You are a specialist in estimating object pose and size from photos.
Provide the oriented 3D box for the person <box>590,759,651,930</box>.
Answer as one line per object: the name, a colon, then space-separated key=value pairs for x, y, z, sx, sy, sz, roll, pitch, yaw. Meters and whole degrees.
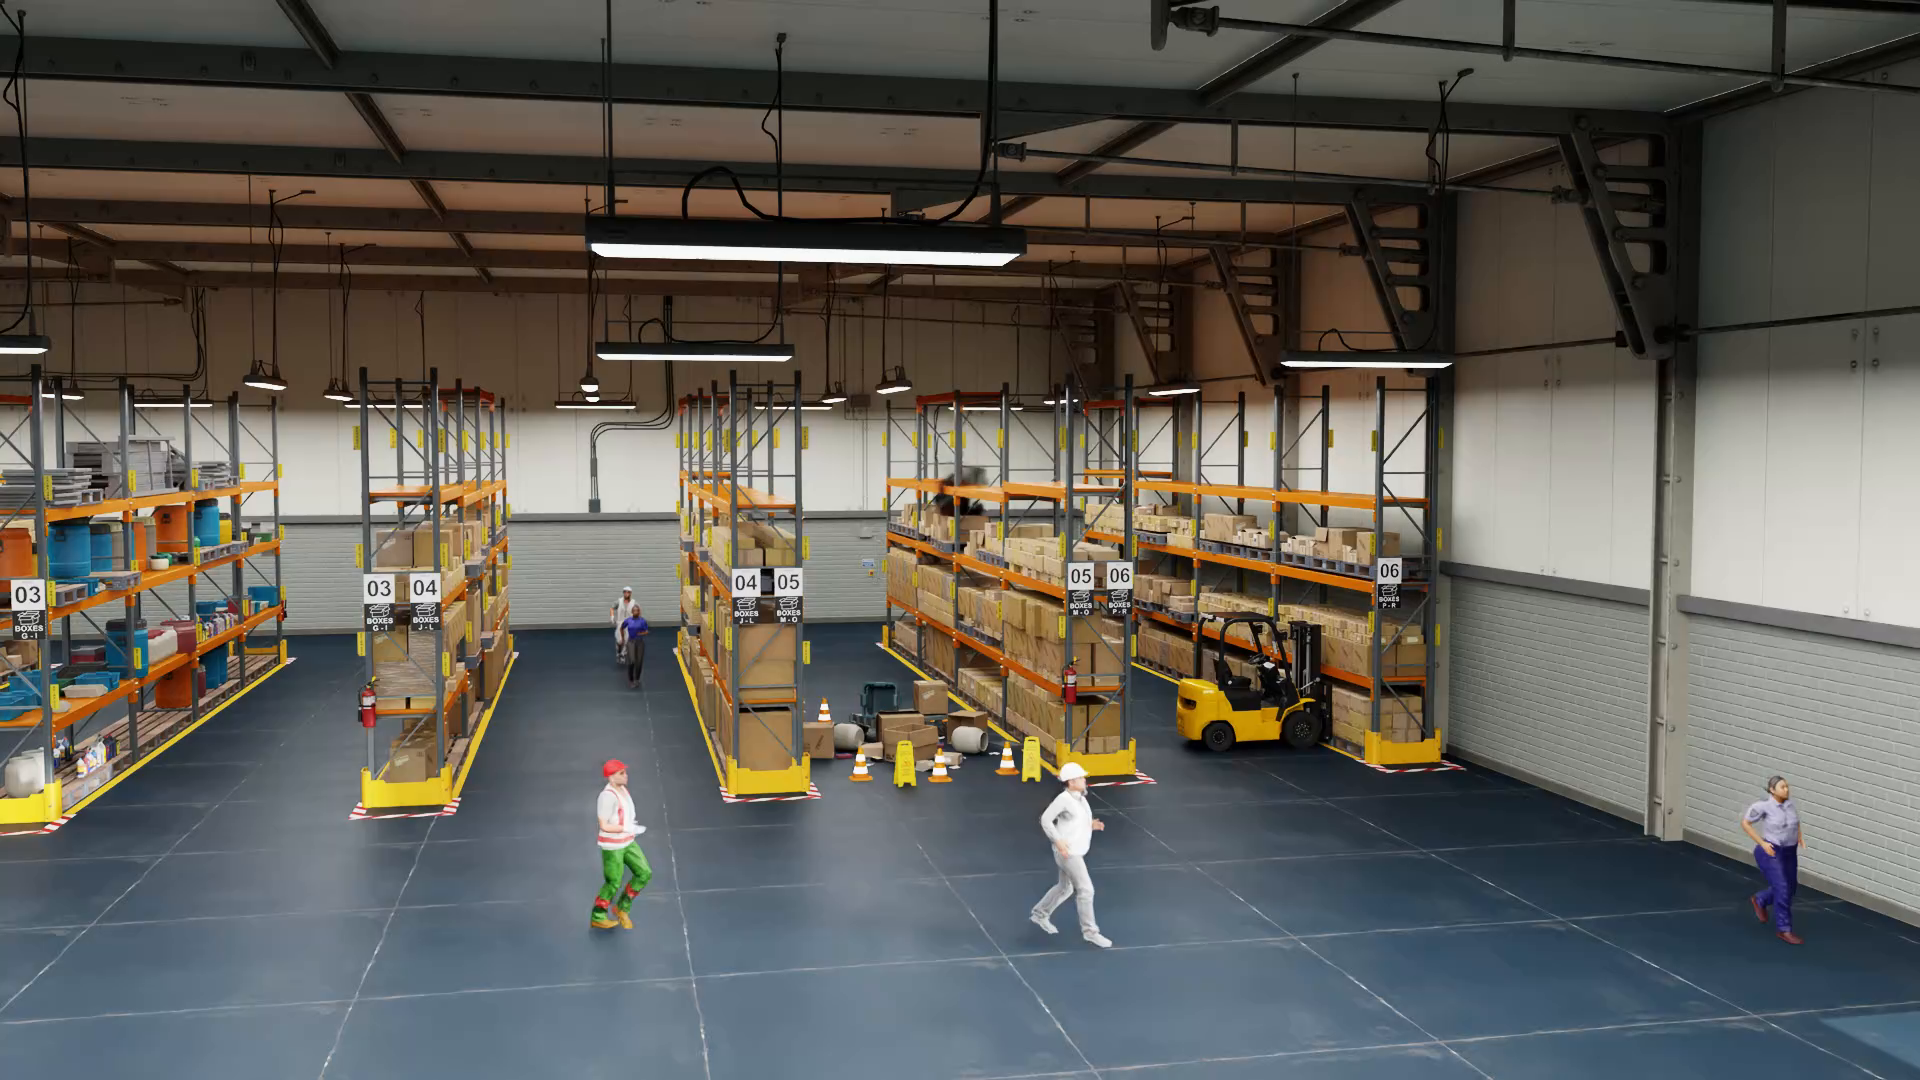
person: x=-3.443 y=3.109 z=16.889 sx=0.692 sy=1.784 sz=0.628 roll=1 pitch=4 yaw=17

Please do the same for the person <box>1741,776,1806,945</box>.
person: x=8.217 y=3.192 z=16.783 sx=0.615 sy=1.620 sz=0.764 roll=-1 pitch=4 yaw=-20

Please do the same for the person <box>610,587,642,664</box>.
person: x=-7.449 y=1.910 z=37.081 sx=0.696 sy=1.736 sz=0.542 roll=-1 pitch=3 yaw=-10

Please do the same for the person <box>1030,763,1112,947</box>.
person: x=1.112 y=3.106 z=16.574 sx=0.878 sy=1.785 sz=0.656 roll=1 pitch=4 yaw=18

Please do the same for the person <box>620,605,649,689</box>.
person: x=-6.588 y=2.176 z=33.728 sx=0.541 sy=1.700 sz=0.712 roll=-1 pitch=4 yaw=-19
